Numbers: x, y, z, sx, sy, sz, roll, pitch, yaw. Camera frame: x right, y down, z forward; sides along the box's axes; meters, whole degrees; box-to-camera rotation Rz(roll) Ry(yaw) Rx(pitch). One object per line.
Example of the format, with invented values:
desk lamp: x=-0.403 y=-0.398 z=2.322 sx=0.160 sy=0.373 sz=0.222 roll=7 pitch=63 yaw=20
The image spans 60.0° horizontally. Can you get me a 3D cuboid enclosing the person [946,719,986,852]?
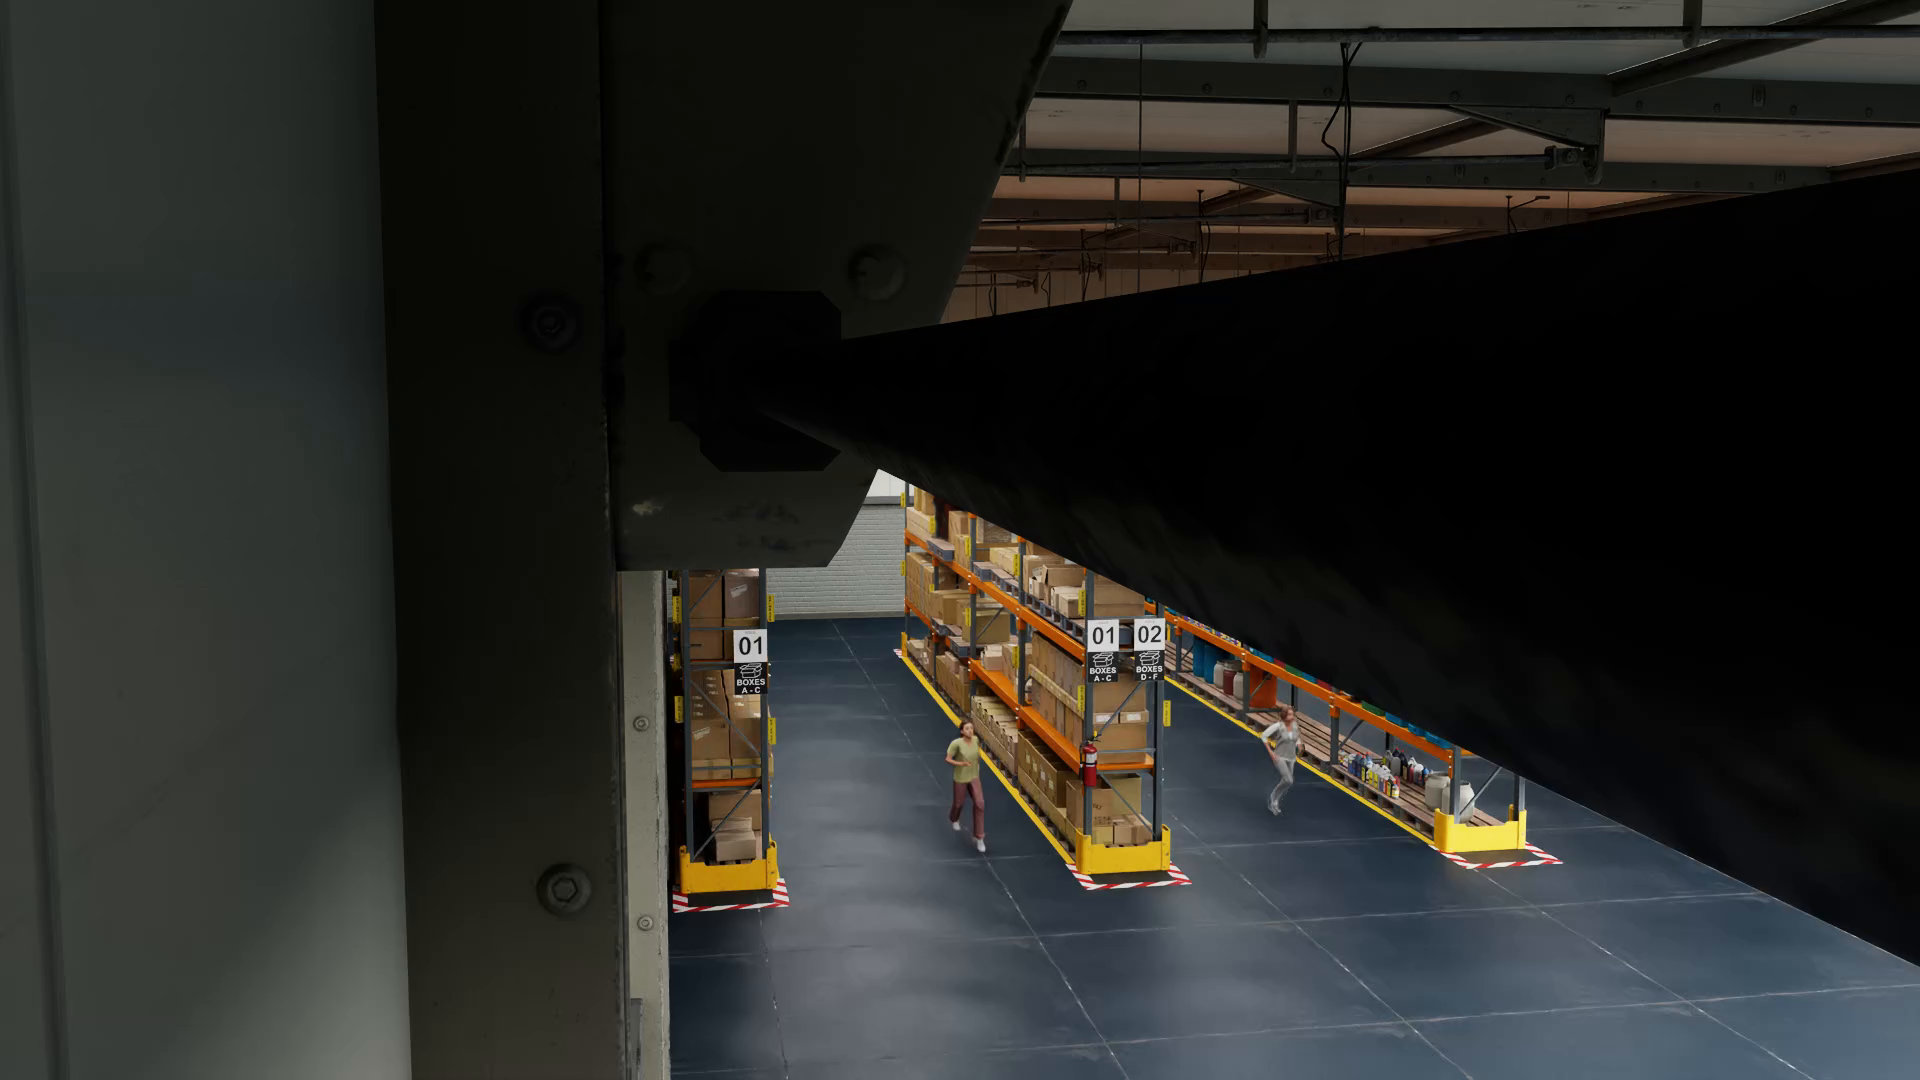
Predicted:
person: x=0.044 y=3.221 z=22.158 sx=0.544 sy=1.704 sz=1.008 roll=-2 pitch=6 yaw=-18

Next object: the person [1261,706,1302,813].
person: x=4.582 y=3.116 z=23.478 sx=0.534 sy=1.556 sz=0.615 roll=-3 pitch=7 yaw=-27

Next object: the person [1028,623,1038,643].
person: x=1.408 y=1.516 z=35.735 sx=0.703 sy=1.738 sz=0.623 roll=-2 pitch=6 yaw=-18
